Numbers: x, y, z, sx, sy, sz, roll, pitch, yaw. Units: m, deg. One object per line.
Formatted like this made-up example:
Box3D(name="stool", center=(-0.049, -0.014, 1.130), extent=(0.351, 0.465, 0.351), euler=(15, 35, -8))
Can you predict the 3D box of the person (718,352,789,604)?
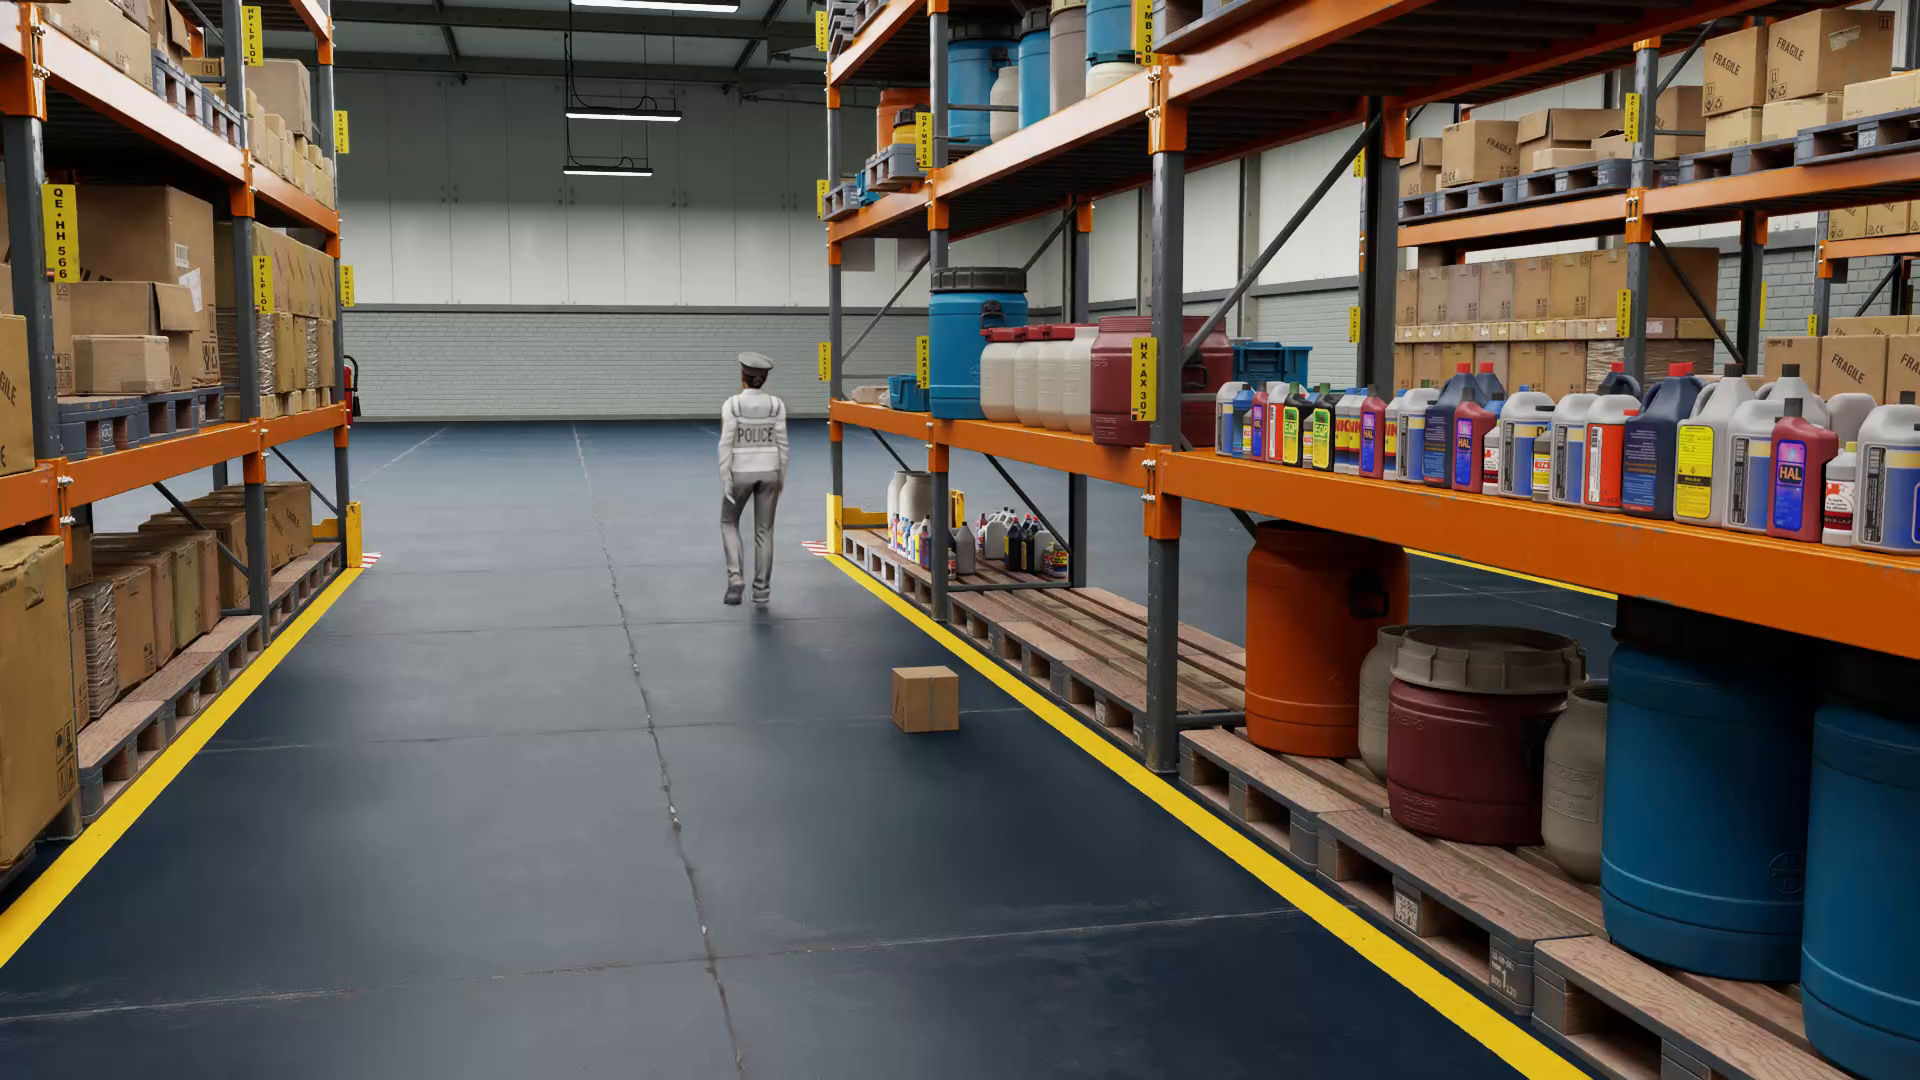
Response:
Box3D(name="person", center=(-1.394, -0.395, 11.179), extent=(0.497, 1.731, 0.472), euler=(-2, 7, -17))
